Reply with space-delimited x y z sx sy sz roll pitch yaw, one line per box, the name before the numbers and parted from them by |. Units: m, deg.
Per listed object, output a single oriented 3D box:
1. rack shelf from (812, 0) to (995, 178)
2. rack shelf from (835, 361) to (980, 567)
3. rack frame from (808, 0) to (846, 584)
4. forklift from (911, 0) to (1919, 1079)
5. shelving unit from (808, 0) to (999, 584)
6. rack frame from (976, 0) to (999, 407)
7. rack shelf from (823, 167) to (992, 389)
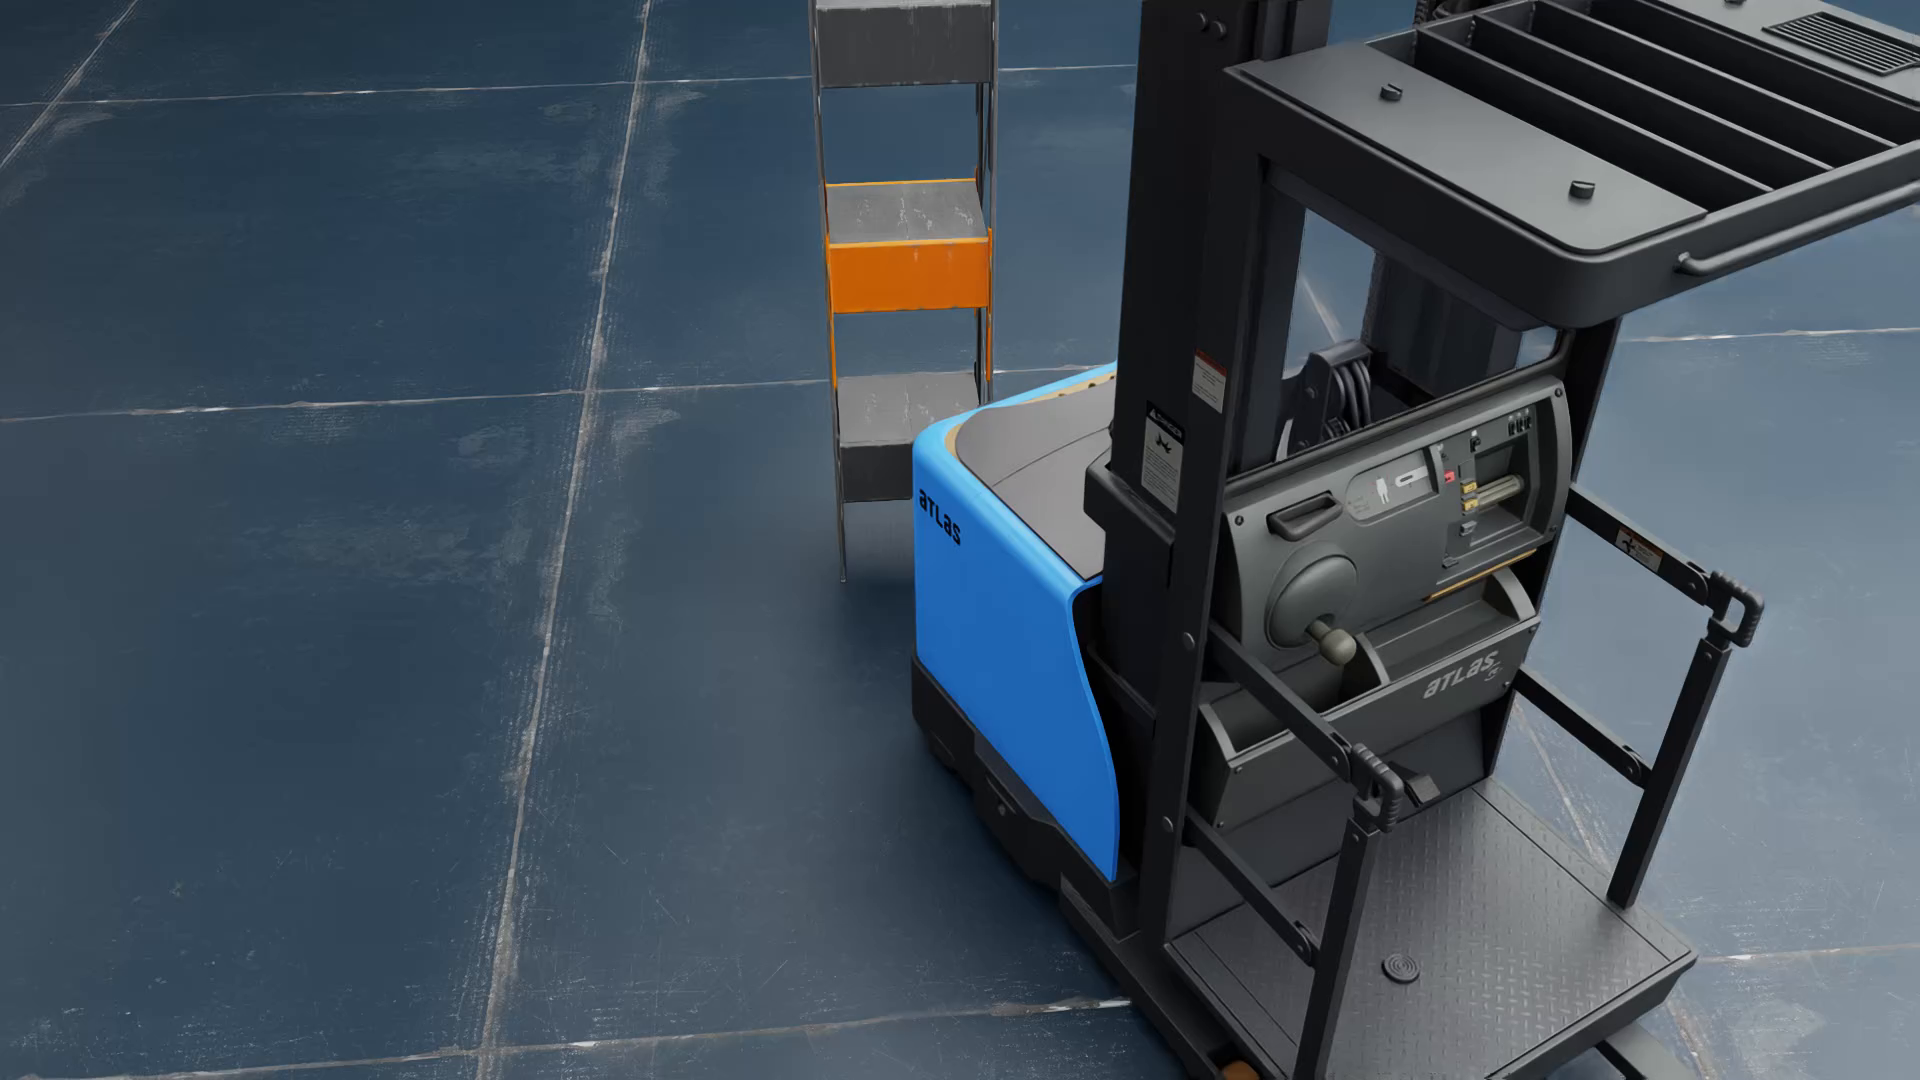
rack shelf | -0.165 -1.354 4.663 0.480 0.518 0.431 -3 38 -4
rack shelf | -0.165 -0.255 5.530 0.480 0.518 0.431 -3 38 -4
rack frame | -0.408 -0.802 5.071 0.015 2.100 0.400 -3 38 -4
forklift | 1.049 0.028 3.348 1.130 2.935 3.031 -20 43 -24
shelving unit | -0.165 -0.815 5.088 0.503 2.100 0.431 -3 38 -4
rack frame | 0.078 -0.829 5.105 0.015 2.100 0.400 -3 38 -4
rack shelf | -0.165 -0.805 5.097 0.480 0.518 0.431 -3 38 -4
